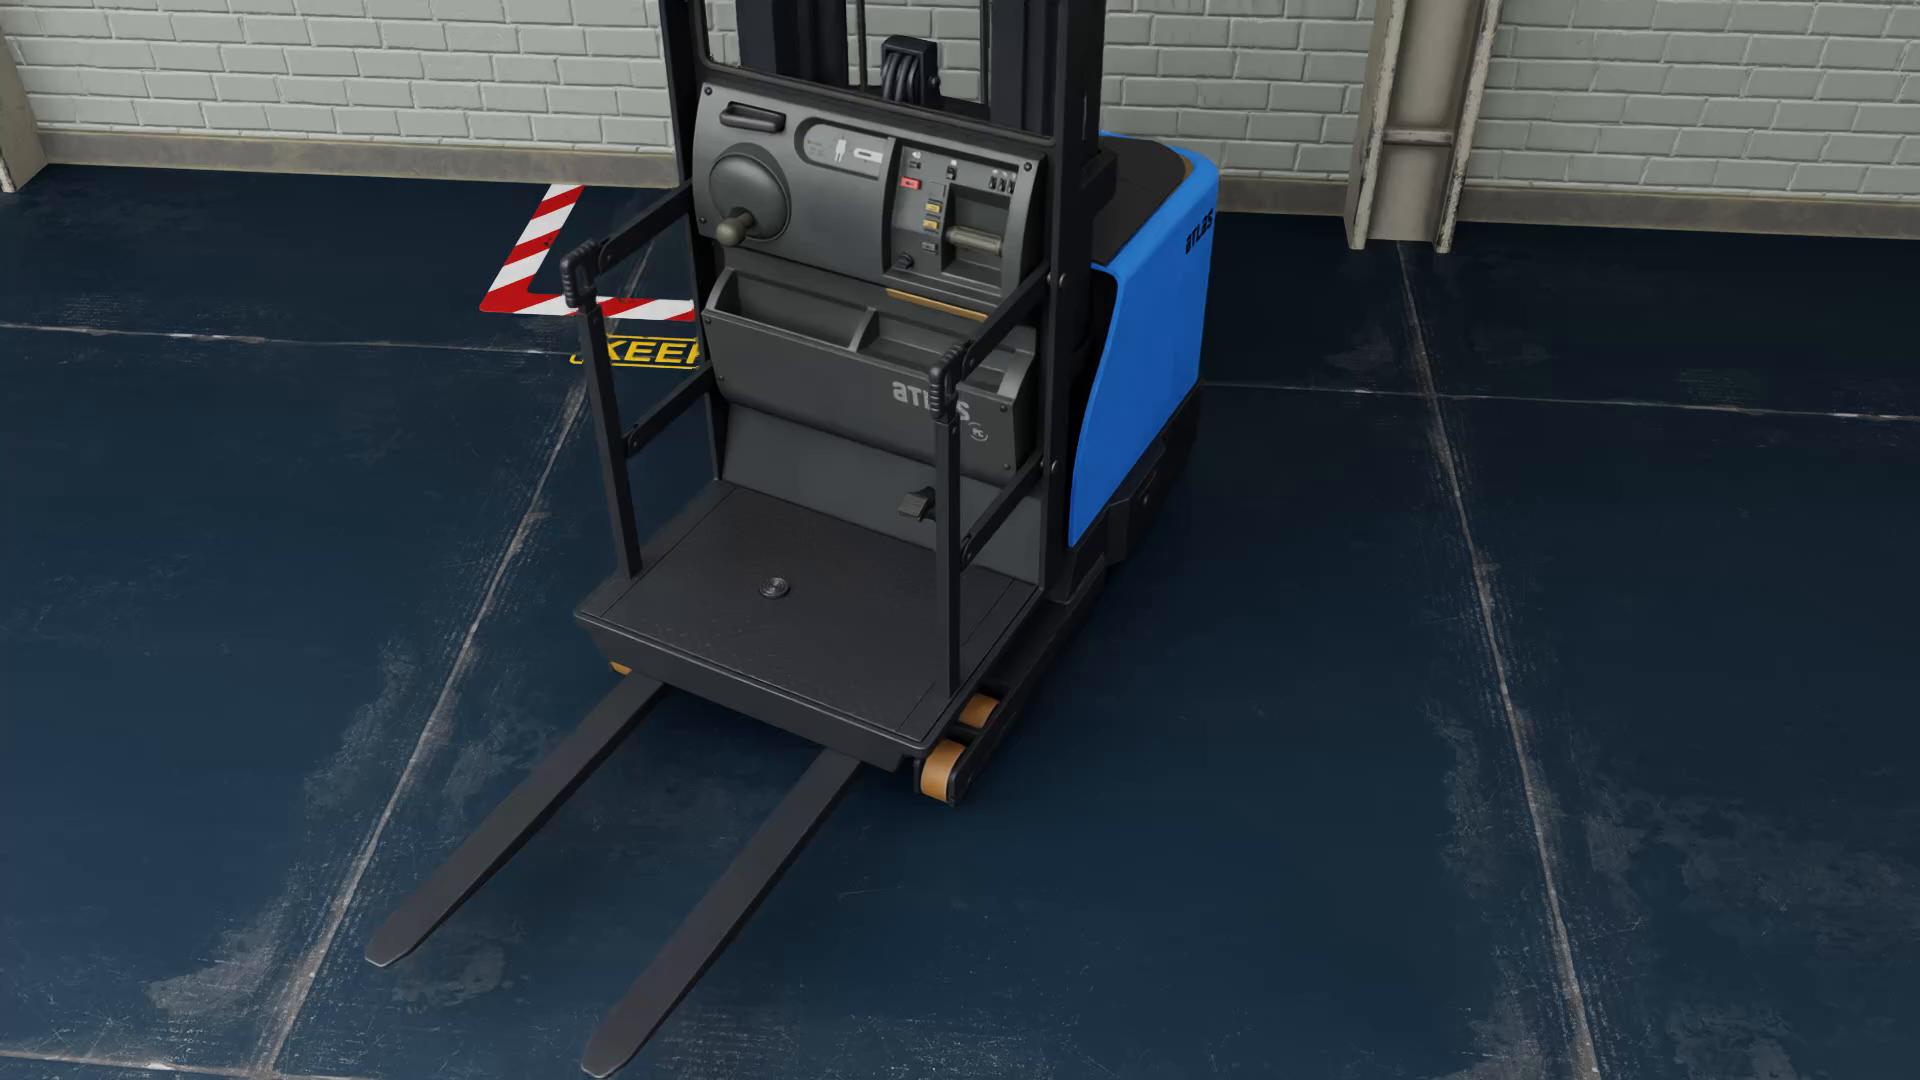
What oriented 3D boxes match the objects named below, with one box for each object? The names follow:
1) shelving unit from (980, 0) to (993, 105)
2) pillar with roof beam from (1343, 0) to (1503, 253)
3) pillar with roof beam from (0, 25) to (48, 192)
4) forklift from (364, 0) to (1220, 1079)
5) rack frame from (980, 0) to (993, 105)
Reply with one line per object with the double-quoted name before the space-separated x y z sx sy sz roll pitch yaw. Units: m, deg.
"shelving unit" -0.364 -1.361 5.700 1.048 1.500 0.538 -7 34 -8
"pillar with roof beam" 1.408 -2.040 0.628 0.400 9.000 9.100 3 39 4
"pillar with roof beam" -4.570 -2.367 1.030 0.400 9.000 9.100 3 39 4
"forklift" -0.343 -0.771 3.875 1.130 2.935 3.031 18 43 21
"rack frame" 0.136 -1.419 5.770 0.032 1.500 0.500 -7 34 -8
